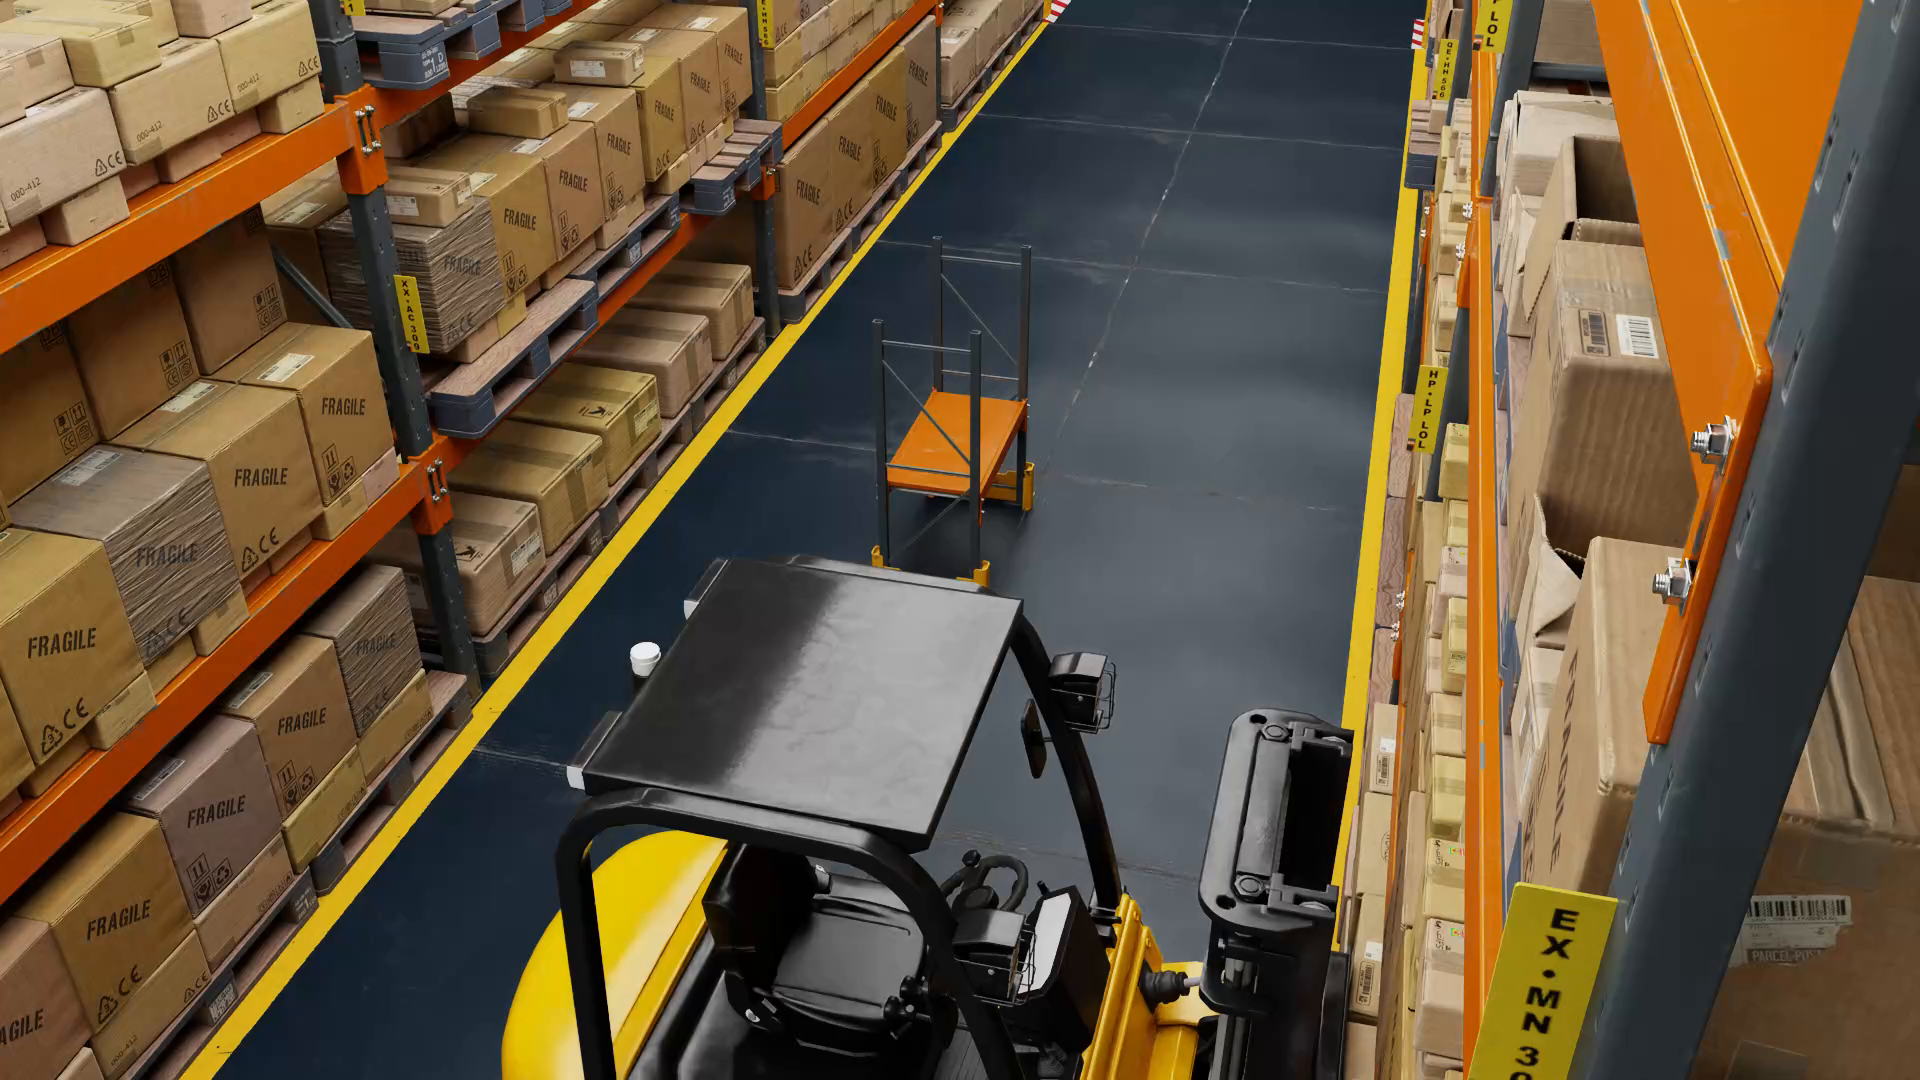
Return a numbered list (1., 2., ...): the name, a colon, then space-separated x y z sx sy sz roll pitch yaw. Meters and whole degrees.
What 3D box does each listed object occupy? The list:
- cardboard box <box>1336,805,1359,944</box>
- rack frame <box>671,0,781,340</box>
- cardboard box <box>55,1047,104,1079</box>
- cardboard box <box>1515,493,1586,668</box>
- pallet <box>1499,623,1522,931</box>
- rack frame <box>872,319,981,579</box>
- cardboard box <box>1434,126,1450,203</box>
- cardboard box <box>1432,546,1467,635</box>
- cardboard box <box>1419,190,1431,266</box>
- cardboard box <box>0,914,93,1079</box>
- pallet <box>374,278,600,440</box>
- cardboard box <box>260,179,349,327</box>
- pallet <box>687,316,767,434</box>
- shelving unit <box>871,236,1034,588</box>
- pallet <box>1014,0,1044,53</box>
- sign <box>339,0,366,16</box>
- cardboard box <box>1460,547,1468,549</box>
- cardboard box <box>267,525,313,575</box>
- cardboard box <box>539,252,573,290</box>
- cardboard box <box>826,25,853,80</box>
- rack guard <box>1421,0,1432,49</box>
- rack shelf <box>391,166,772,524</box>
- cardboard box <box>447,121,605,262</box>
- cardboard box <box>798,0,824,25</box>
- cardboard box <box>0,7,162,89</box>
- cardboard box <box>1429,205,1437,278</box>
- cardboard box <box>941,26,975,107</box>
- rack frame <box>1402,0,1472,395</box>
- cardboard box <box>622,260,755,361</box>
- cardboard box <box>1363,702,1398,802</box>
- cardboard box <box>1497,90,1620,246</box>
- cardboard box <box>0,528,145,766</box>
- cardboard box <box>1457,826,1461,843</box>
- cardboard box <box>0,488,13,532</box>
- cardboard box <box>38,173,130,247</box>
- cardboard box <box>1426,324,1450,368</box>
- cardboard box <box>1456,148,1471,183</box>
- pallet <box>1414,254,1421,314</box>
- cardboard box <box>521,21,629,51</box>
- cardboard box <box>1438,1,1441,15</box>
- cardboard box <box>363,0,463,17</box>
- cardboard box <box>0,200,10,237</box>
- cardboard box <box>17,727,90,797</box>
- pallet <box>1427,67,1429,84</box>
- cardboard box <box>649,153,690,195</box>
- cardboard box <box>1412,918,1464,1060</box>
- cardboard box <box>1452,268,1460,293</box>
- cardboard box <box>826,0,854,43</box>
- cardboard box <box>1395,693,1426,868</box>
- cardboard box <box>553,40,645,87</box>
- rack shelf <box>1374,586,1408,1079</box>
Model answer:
1. cardboard box: 1.673 1.272 6.124 0.500 0.250 0.500 8 33 13
2. rack frame: -1.671 -2.667 10.149 1.000 3.000 0.127 8 33 12
3. cardboard box: -3.093 1.823 5.258 0.500 0.250 0.500 9 34 14
4. cardboard box: 1.081 0.127 2.599 0.396 0.266 0.258 8 33 13
5. pallet: 1.305 0.567 2.349 1.003 0.211 1.213 8 33 12
6. rack frame: -0.151 -0.325 7.863 0.500 1.500 0.032 8 33 12
7. cardboard box: 2.758 -1.947 8.690 0.500 0.250 0.500 8 33 12
8. cardboard box: 1.548 0.168 4.715 0.380 0.149 0.250 9 33 13
9. cardboard box: 3.411 -2.166 11.300 0.500 0.500 0.500 7 33 11
10. cardboard box: -3.096 1.486 5.089 0.500 0.500 0.500 7 33 11
11. pallet: -2.352 -0.887 7.528 1.003 0.211 1.213 8 33 12
12. cardboard box: -2.791 -1.207 7.090 0.500 0.500 0.500 7 33 11
13. pallet: -1.871 -1.084 10.259 1.003 0.211 1.213 8 33 12
14. shelving unit: -0.019 -0.593 8.285 0.587 1.500 1.083 8 33 12
15. pallet: 0.232 -5.216 16.757 1.003 0.211 1.213 8 33 12
16. sign: -2.160 -2.005 5.830 0.100 0.325 0.005 8 33 12
17. cardboard box: 1.677 0.170 4.988 0.380 0.149 0.250 8 33 12
18. cardboard box: -2.672 -0.021 6.222 0.380 0.149 0.250 8 33 13
19. cardboard box: -2.065 -1.319 7.872 0.380 0.149 0.250 9 33 13
20. cardboard box: -1.052 -3.363 11.384 0.500 0.250 0.500 9 34 14
21. rack guard: 5.142 -5.050 16.227 1.175 0.500 0.348 8 33 12
22. rack shelf: -2.179 -1.325 8.709 1.077 0.370 4.000 8 33 12
23. cardboard box: -2.025 -1.655 7.795 0.500 0.500 0.500 8 33 12
24. cardboard box: -1.193 -3.612 10.611 0.500 0.500 0.500 8 33 13
25. cardboard box: -2.639 -1.472 4.965 0.380 0.149 0.250 9 34 14
26. cardboard box: 2.649 -1.472 8.409 0.500 0.250 0.500 7 33 11
27. cardboard box: -0.393 -4.149 14.478 0.875 0.438 0.875 8 33 12
28. rack frame: 3.131 -1.993 9.089 1.000 3.000 0.127 8 33 12
29. cardboard box: -1.824 -1.443 10.282 0.950 0.372 0.625 6 33 9
30. cardboard box: 1.689 0.853 5.853 0.500 0.250 0.500 8 33 12
31. cardboard box: 1.669 -0.966 4.276 0.500 0.311 0.500 9 33 13
32. cardboard box: -2.936 0.310 5.095 0.500 0.500 0.500 7 33 11
33. cardboard box: 1.370 0.838 3.937 0.380 0.149 0.250 8 33 12
34. cardboard box: -3.357 -0.180 4.934 0.700 0.500 0.500 8 33 12
35. cardboard box: -2.747 -1.013 4.986 0.380 0.149 0.250 9 34 14
36. cardboard box: 2.116 -0.622 6.607 0.500 0.250 0.500 7 33 11
37. cardboard box: 2.604 -1.770 8.041 0.380 0.149 0.250 8 33 13
38. pallet: 3.668 -1.829 11.431 1.003 0.211 1.213 8 33 12
39. cardboard box: -2.135 -2.538 9.185 0.500 0.500 0.500 10 34 15
40. cardboard box: 3.422 -3.520 11.225 0.396 0.266 0.258 10 34 15
41. cardboard box: -2.150 -2.219 6.397 0.500 0.250 0.500 7 33 11
42. cardboard box: -2.923 -0.862 4.377 0.500 0.250 0.500 9 33 13
43. cardboard box: -2.973 0.641 5.180 0.380 0.149 0.250 7 33 11
44. pallet: 4.940 -4.514 15.654 1.003 0.211 1.213 8 33 12
45. cardboard box: -1.674 -1.976 8.904 0.380 0.149 0.250 9 33 13
46. cardboard box: 1.154 0.962 3.466 0.380 0.149 0.250 9 33 14
47. cardboard box: 2.214 -0.979 6.795 0.380 0.149 0.250 7 33 11
48. cardboard box: -1.033 -3.569 11.241 0.500 0.250 0.500 8 33 12
49. cardboard box: 1.507 0.771 4.648 0.500 0.500 0.500 8 33 12
50. cardboard box: -1.814 -2.398 8.359 0.380 0.149 0.250 6 33 10
51. rack shelf: 1.608 1.424 4.384 1.077 0.370 4.000 8 33 12
